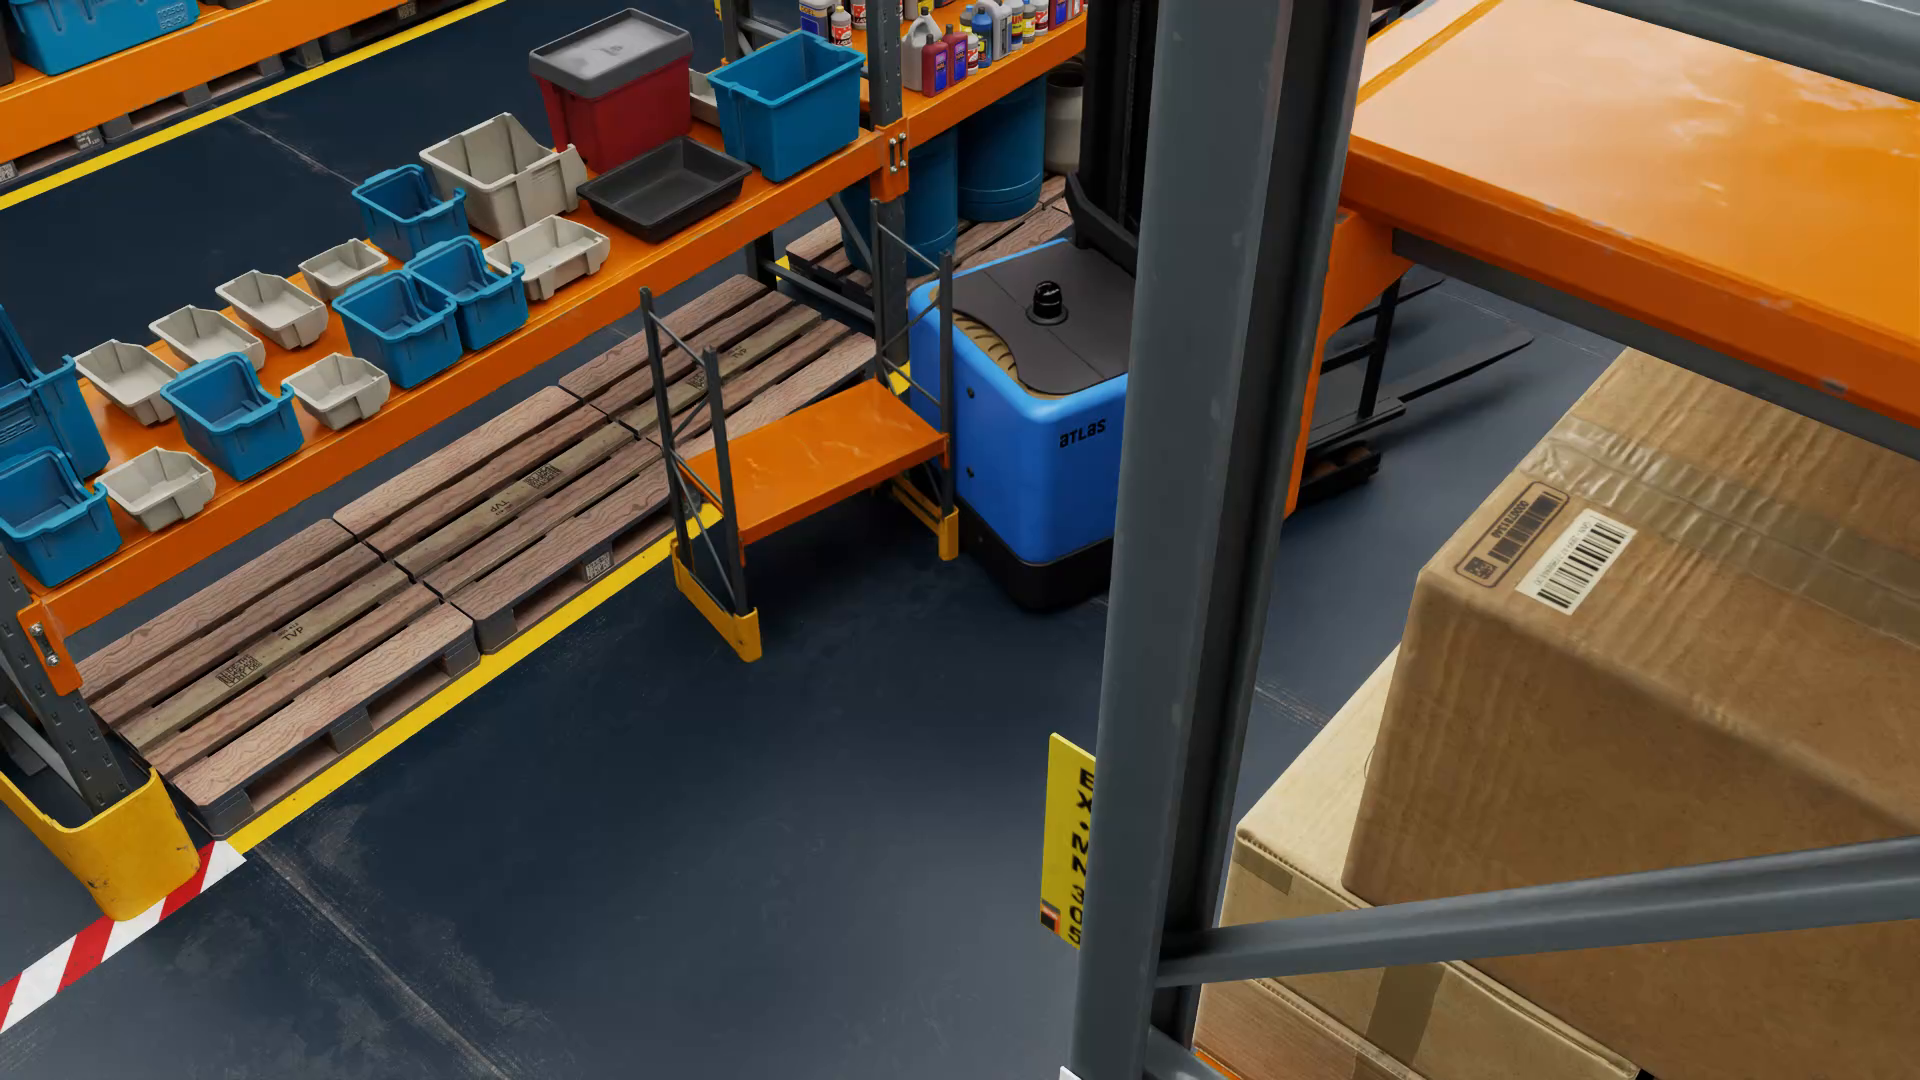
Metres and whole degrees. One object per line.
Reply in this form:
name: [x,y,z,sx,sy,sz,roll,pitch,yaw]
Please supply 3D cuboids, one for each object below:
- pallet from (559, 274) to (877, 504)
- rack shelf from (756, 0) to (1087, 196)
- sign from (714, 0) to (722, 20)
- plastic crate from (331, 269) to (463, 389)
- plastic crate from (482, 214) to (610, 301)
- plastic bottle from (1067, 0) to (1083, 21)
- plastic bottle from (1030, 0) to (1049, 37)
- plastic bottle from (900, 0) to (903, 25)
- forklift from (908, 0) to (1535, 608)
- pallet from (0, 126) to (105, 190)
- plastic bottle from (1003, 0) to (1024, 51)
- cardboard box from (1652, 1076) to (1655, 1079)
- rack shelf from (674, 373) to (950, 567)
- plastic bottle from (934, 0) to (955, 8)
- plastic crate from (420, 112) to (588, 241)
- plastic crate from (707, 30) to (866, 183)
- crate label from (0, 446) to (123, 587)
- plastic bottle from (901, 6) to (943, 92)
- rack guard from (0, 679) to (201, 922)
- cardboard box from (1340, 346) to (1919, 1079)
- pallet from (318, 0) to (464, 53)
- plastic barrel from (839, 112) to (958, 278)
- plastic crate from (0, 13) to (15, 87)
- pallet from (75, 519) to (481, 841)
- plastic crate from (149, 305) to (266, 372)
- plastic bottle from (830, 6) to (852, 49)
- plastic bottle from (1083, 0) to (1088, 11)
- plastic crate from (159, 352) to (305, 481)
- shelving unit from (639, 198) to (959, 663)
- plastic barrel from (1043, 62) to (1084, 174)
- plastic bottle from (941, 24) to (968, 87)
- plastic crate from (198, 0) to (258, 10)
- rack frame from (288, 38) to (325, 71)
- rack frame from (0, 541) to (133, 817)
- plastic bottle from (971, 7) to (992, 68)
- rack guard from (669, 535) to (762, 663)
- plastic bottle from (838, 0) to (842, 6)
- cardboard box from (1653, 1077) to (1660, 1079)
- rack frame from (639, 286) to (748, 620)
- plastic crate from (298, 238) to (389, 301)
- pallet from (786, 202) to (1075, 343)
pallet: [-1.116,-0.755,7.923,1.003,0.211,1.213,29,50,28]
rack shelf: [0.615,-2.946,8.795,1.077,0.370,4.000,29,50,28]
sign: [-1.092,-2.523,7.590,0.100,0.325,0.005,29,50,28]
plastic crate: [-1.988,-0.745,5.920,0.416,0.233,0.300,29,50,28]
plastic crate: [-1.563,-1.080,6.359,0.293,0.136,0.466,29,50,28]
plastic bottle: [0.513,-2.686,8.067,0.152,0.276,0.135,29,50,28]
plastic bottle: [0.373,-2.518,7.938,0.097,0.201,0.097,0,42,0]
plastic bottle: [-0.324,-2.595,8.022,0.097,0.201,0.097,0,42,0]
forklift: [1.299,-1.555,6.782,3.031,2.935,1.130,-22,47,-23]
pallet: [-5.798,-2.306,9.629,1.003,0.211,1.213,29,50,28]
plastic bottle: [0.248,-2.444,7.804,0.097,0.271,0.097,0,42,0]
cardboard box: [1.067,0.815,2.005,0.500,0.250,0.500,29,50,28]
rack shelf: [-0.596,-0.301,6.734,1.000,0.185,0.538,-27,49,-26]
plastic bottle: [-0.102,-2.811,8.149,0.144,0.351,0.185,29,50,28]
plastic crate: [-1.796,-1.454,6.663,0.437,0.282,0.530,29,50,28]
plastic crate: [-0.712,-1.810,6.978,0.392,0.384,0.575,29,50,28]
crate label: [-2.836,-0.067,5.174,0.416,0.233,0.303,29,50,28]
plastic bottle: [-0.172,-2.225,7.504,0.144,0.351,0.185,29,50,28]
rack guard: [-3.252,0.821,5.976,1.175,0.500,0.348,29,50,28]
cardboard box: [0.860,0.236,1.714,0.700,0.500,0.500,29,50,28]
pallet: [-4.024,-3.725,11.189,1.003,0.211,1.213,29,50,28]
plastic barrel: [-0.309,-1.834,8.285,0.600,0.901,0.708,29,50,28]
plastic crate: [-2.786,-1.261,4.275,0.497,0.269,0.590,29,50,28]
pallet: [-2.686,0.502,6.541,1.003,0.211,1.213,29,50,28]
plastic crate: [-2.663,-0.688,5.929,0.396,0.136,0.243,29,50,28]
plastic bottle: [-0.559,-2.407,7.815,0.097,0.201,0.097,0,42,0]
plastic bottle: [0.609,-2.706,8.145,0.097,0.201,0.097,0,42,0]
plastic crate: [-2.412,-0.406,5.547,0.416,0.233,0.300,29,50,28]
shelving unit: [-0.603,-0.431,6.609,1.083,1.500,0.587,-27,49,-26]
plastic barrel: [0.578,-2.306,9.094,0.421,0.512,0.421,0,42,0]
plastic bottle: [-0.024,-2.212,7.539,0.061,0.283,0.133,29,50,28]
plastic crate: [-2.053,-1.877,4.901,0.504,0.338,0.767,29,50,28]
rack frame: [-4.463,-4.326,9.778,1.000,3.000,0.127,29,50,28]
rack frame: [-3.247,-0.122,5.155,1.000,3.000,0.127,29,50,28]
plastic bottle: [0.099,-2.325,7.672,0.097,0.271,0.097,0,42,0]
rack guard: [-1.001,0.233,6.808,0.087,0.250,0.587,-27,49,-26]
plastic bottle: [-0.612,-2.523,7.943,0.097,0.201,0.097,0,42,0]
cardboard box: [1.072,0.633,1.834,0.500,0.250,0.500,29,50,28]
rack frame: [-1.002,-0.229,6.387,0.032,1.500,0.500,-27,49,-26]
plastic crate: [-2.326,-1.003,6.274,0.298,0.136,0.250,29,50,28]
pallet: [-0.144,-1.529,8.775,1.003,0.211,1.213,29,50,28]
